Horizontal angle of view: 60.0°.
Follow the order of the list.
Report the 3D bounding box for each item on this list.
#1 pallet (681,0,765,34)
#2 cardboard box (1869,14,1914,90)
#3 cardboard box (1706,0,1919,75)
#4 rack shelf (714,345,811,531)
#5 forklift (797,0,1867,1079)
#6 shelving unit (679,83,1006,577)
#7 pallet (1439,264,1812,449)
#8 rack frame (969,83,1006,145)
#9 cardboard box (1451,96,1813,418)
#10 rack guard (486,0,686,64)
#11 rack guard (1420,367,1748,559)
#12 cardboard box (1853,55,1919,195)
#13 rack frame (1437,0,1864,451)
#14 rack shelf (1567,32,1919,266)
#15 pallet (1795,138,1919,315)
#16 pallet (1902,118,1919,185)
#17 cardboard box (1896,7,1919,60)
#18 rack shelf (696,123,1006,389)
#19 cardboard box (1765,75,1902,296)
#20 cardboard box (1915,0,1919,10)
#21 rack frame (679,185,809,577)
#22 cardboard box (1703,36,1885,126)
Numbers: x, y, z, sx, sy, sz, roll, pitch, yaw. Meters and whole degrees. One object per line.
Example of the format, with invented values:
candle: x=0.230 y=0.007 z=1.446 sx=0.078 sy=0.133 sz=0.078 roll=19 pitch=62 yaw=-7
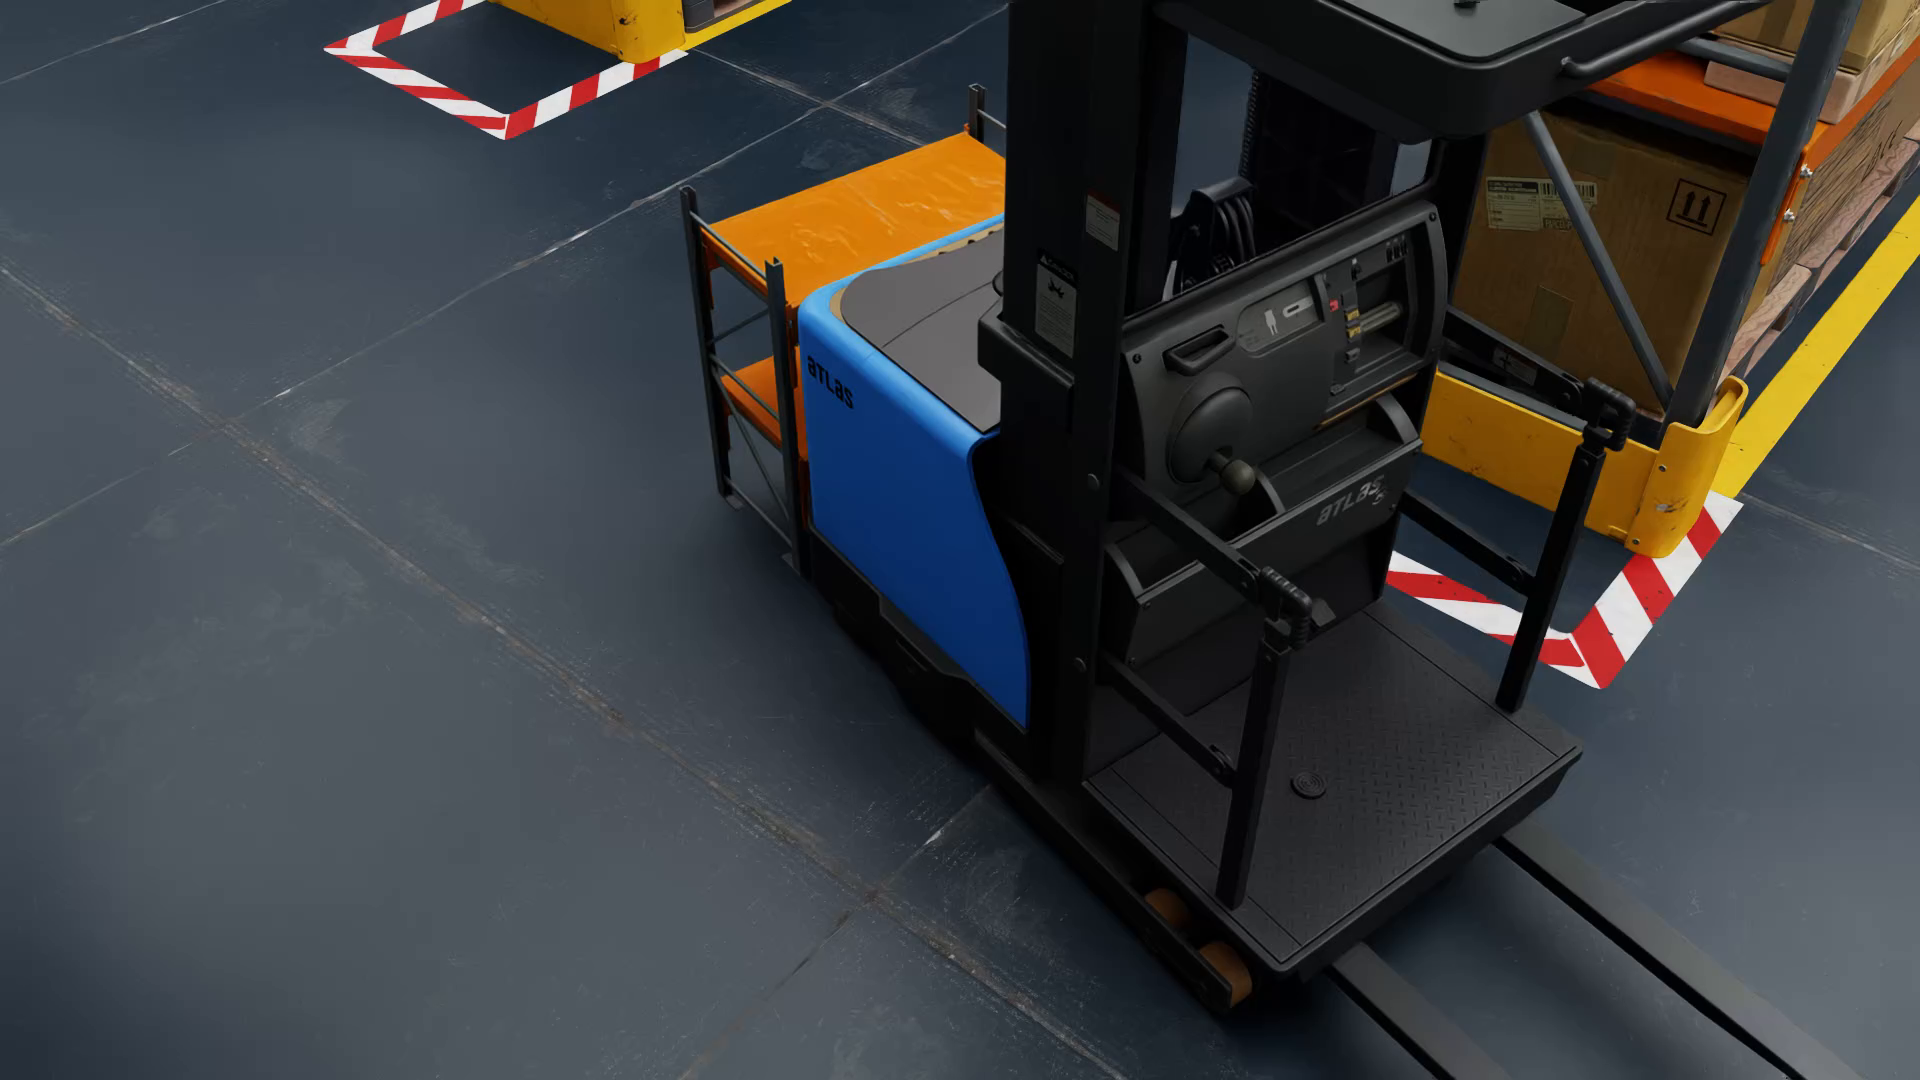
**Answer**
pallet: x=-1.272 y=-2.997 z=8.389 sx=1.003 sy=0.211 sz=1.213 roll=29 pitch=50 yaw=28
cardboard box: x=2.505 y=-1.467 z=4.821 sx=0.380 sy=0.149 sz=0.250 roll=29 pitch=50 yaw=28
cardboard box: x=2.376 y=-1.572 z=4.640 sx=0.500 sy=0.250 sz=0.500 roll=28 pitch=49 yaw=27
rack shelf: x=-0.220 y=-0.467 z=5.290 sx=1.000 sy=0.278 sz=0.538 roll=-27 pitch=49 yaw=-26
forklift: x=0.847 y=-0.337 z=3.442 sx=1.130 sy=2.935 sz=3.031 roll=-27 pitch=49 yaw=-27
shelving unit: x=-0.220 y=-0.647 z=5.126 sx=1.048 sy=1.125 sz=0.538 roll=-27 pitch=49 yaw=-26
pallet: x=2.315 y=-0.801 z=5.974 sx=1.003 sy=0.211 sz=1.213 roll=29 pitch=50 yaw=28
rack frame: x=0.187 y=-0.852 z=5.351 sx=0.032 sy=1.125 sz=0.500 roll=-27 pitch=49 yaw=-26
cardboard box: x=2.211 y=-1.121 z=5.520 sx=0.875 sy=0.875 sz=0.875 roll=29 pitch=50 yaw=28
rack guard: x=-1.822 y=-2.701 z=7.849 sx=1.175 sy=0.500 sz=0.348 roll=29 pitch=50 yaw=28
rack guard: x=1.845 y=-0.450 z=5.373 sx=1.175 sy=0.500 sz=0.348 roll=29 pitch=50 yaw=28
cardboard box: x=3.369 y=-2.048 z=6.540 sx=0.875 sy=0.875 sz=0.875 roll=29 pitch=50 yaw=28
rack frame: x=1.860 y=-1.387 z=4.546 sx=1.000 sy=3.000 sz=0.127 roll=29 pitch=50 yaw=28
rack shelf: x=3.147 y=-2.151 z=5.921 sx=1.077 sy=0.370 sz=4.000 roll=29 pitch=50 yaw=28
pallet: x=3.100 y=-1.427 z=6.662 sx=1.003 sy=0.211 sz=1.213 roll=29 pitch=50 yaw=28
pallet: x=3.885 y=-2.058 z=7.356 sx=1.003 sy=0.211 sz=1.213 roll=29 pitch=50 yaw=28
cardboard box: x=2.670 y=-1.599 z=4.966 sx=0.380 sy=0.149 sz=0.250 roll=28 pitch=49 yaw=28
rack shelf: x=-0.220 y=-0.864 z=4.929 sx=1.000 sy=0.278 sz=0.538 roll=-27 pitch=49 yaw=-26
cardboard box: x=2.796 y=-1.589 z=6.036 sx=0.875 sy=0.875 sz=0.875 roll=29 pitch=50 yaw=28
cardboard box: x=2.705 y=-1.843 z=4.937 sx=0.500 sy=0.250 sz=0.500 roll=29 pitch=50 yaw=28
rack frame: x=-0.628 y=-0.443 z=4.901 sx=0.032 sy=1.125 sz=0.500 roll=-27 pitch=49 yaw=-26
cardboard box: x=2.341 y=-1.334 z=4.675 sx=0.380 sy=0.149 sz=0.250 roll=30 pitch=50 yaw=29
